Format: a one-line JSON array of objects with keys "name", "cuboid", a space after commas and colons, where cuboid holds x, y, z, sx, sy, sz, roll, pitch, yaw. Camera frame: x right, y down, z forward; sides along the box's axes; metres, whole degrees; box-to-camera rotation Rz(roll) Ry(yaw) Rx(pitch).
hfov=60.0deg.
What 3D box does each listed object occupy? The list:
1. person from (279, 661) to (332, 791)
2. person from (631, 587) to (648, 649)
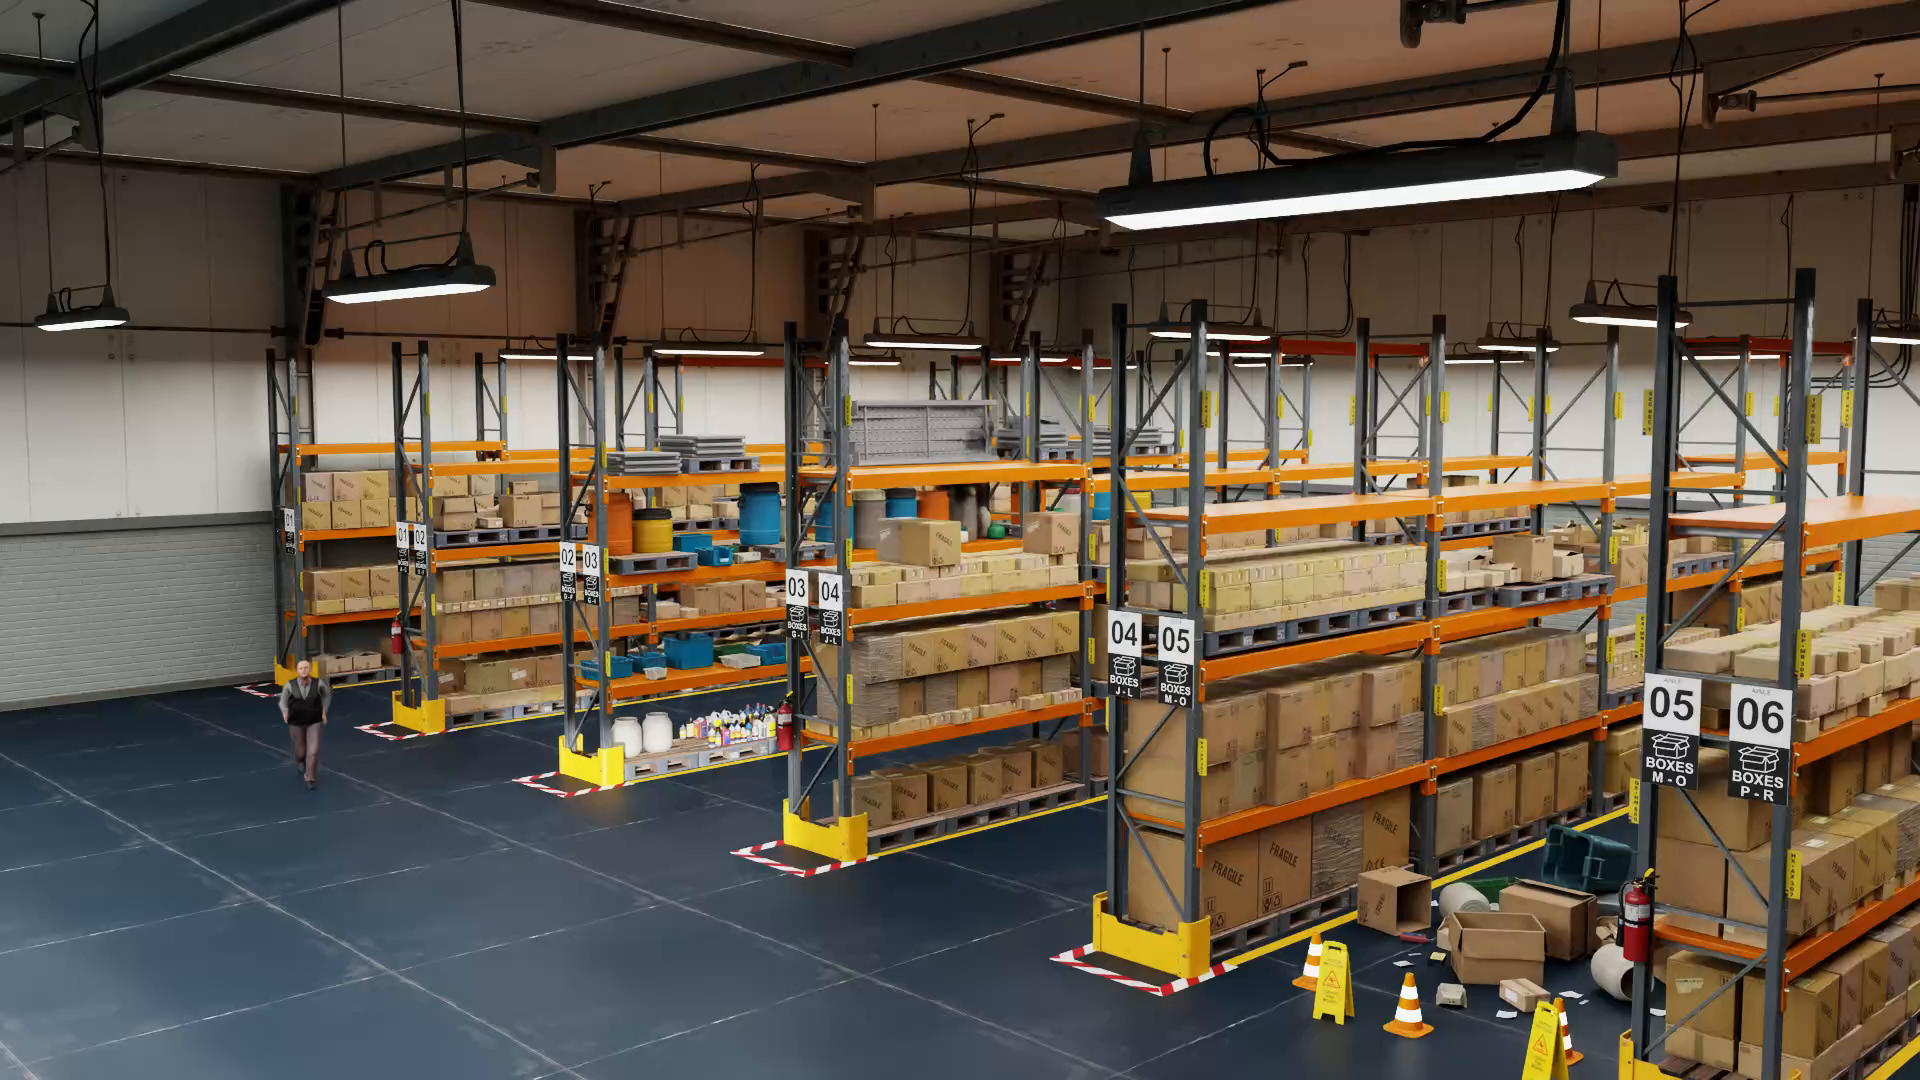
[{"name": "person", "cuboid": [-8.657, 2.423, 22.024, 0.655, 1.694, 0.815, -2, 5, -21]}, {"name": "person", "cuboid": [-5.882, 1.676, 30.992, 0.573, 1.609, 0.547, 4, 7, 42]}]
